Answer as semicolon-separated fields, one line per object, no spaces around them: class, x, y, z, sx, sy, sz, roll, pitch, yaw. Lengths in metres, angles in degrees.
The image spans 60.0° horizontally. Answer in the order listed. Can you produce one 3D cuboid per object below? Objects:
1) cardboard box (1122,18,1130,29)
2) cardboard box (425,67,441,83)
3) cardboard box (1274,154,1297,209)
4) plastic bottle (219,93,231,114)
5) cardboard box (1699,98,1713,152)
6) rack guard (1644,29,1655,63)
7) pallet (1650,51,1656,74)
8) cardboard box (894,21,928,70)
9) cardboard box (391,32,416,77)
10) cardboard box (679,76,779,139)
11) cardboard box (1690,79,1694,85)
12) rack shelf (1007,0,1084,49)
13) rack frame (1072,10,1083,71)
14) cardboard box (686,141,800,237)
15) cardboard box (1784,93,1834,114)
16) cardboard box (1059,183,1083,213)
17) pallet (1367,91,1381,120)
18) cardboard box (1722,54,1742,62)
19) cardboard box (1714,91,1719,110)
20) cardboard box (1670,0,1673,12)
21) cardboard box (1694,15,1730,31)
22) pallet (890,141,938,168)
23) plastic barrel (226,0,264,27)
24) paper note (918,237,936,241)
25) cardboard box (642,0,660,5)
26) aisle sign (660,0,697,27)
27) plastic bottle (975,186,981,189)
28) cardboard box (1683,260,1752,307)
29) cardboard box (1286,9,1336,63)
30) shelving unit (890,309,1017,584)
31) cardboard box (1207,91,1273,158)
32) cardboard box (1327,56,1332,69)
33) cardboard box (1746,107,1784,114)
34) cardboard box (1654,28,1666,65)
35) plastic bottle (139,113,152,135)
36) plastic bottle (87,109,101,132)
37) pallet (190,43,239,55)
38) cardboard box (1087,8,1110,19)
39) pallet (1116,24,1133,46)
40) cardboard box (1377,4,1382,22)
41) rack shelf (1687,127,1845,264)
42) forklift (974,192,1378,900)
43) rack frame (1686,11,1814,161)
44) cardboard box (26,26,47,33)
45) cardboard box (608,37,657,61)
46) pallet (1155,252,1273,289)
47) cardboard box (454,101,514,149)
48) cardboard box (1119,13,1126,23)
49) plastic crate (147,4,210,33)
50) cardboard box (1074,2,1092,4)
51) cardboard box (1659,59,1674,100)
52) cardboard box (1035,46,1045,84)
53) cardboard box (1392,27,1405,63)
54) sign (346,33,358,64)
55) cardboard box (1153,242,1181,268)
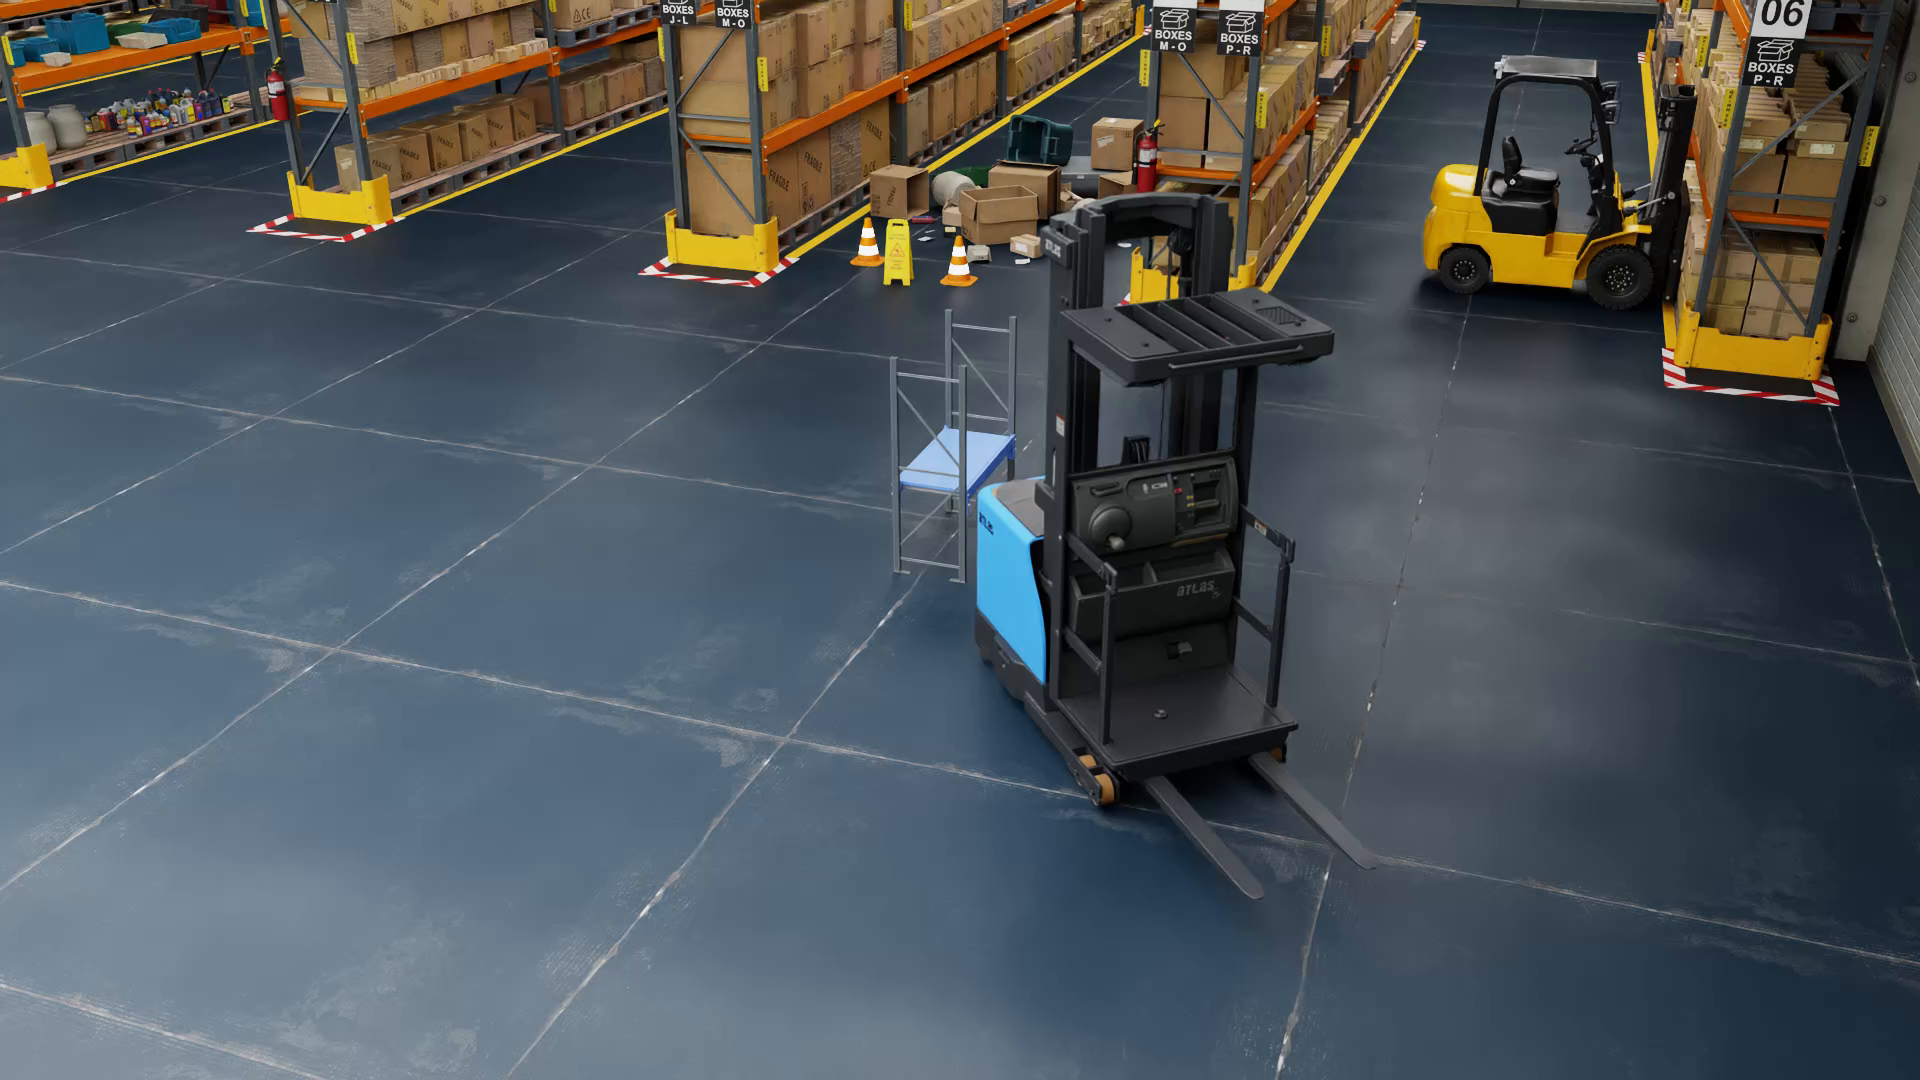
cardboard box;2.878;-9.388;30.210;0.380;0.149;0.250;10;27;19
cardboard box;-6.392;-5.518;19.717;0.380;0.149;0.250;9;27;17
cardboard box;3.275;-3.829;17.752;0.500;0.500;0.500;10;28;20
plastic bottle;-10.310;-6.126;23.297;0.061;0.283;0.133;10;28;20
cardboard box;7.518;-3.998;16.175;0.500;0.500;0.500;8;27;17
rack guard;12.205;-8.298;28.038;1.175;0.500;0.348;9;27;17
pallet;11.941;-7.840;27.424;1.003;0.211;1.213;9;27;17
cardboard box;-0.717;-6.139;20.597;0.500;0.500;0.500;9;27;18
cardboard box;-6.859;-5.658;19.261;0.875;0.500;0.500;9;27;17
cardboard box;-2.397;-4.500;17.154;0.875;0.550;0.550;9;27;17
cardboard box;8.320;-4.908;18.340;0.500;0.250;0.500;9;27;17
rack shelf;0.850;-8.059;25.502;1.077;0.370;4.000;9;27;17
rack frame;1.516;-9.205;27.043;1.000;3.000;0.127;9;27;17
cardboard box;-2.314;-3.794;17.825;0.875;0.875;0.875;9;27;18
cardboard box;7.573;-3.881;14.848;0.380;0.149;0.250;10;27;19
cardboard box;1.260;-3.987;19.403;0.258;0.266;0.396;-9;27;-18
pallet;5.627;-6.442;24.537;1.003;0.211;1.213;9;27;17
cardboard box;7.866;-4.782;16.708;0.380;0.149;0.250;9;27;18
cardboard box;7.350;-4.134;15.711;0.380;0.149;0.250;8;27;16
cardboard box;10.355;-7.665;23.266;0.700;0.500;0.500;9;27;18
cardboard box;9.036;-6.196;19.969;0.380;0.149;0.250;10;27;19
pallet;-0.961;-4.990;21.538;1.003;0.211;1.213;9;27;17
plastic barrel;-10.046;-7.737;23.436;0.600;0.901;0.708;9;27;17
paper note;-0.368;-3.317;18.292;0.144;0.017;0.142;20;32;35
cardboard box;-4.692;-8.084;24.132;0.700;0.500;0.500;13;29;25
aisle sign;-2.784;-5.458;16.321;0.394;0.787;0.004;9;27;17
plastic bottle;0.185;-4.262;20.207;0.133;0.061;0.283;-5;26;-9
cardboard box;6.773;-2.301;14.883;0.500;0.250;0.500;8;27;17
cardboard box;3.982;-5.760;18.990;0.500;0.500;0.500;9;27;19
shelving unit;-0.028;-0.640;11.074;0.538;1.500;1.048;9;27;17
cardboard box;2.643;-3.930;15.693;0.500;0.500;0.500;8;27;17
cardboard box;4.129;-5.600;19.403;0.380;0.149;0.250;9;27;18
cardboard box;6.879;-3.633;14.335;0.380;0.149;0.250;9;27;18
cardboard box;11.617;-7.935;26.806;0.700;0.500;0.500;10;28;20
plastic bottle;-10.802;-5.518;22.041;0.061;0.283;0.133;9;27;18
plastic bottle;-11.572;-5.597;22.203;0.061;0.283;0.133;9;27;19
pallet;-13.515;-8.806;29.419;1.003;0.211;1.213;9;27;17
cardboard box;2.431;-9.240;29.223;0.380;0.149;0.250;8;27;16
pallet;2.518;-9.234;30.302;1.003;0.211;1.213;9;27;17
cardboard box;5.782;-7.613;23.928;0.500;0.250;0.500;9;27;17
rack shelf;7.572;-3.377;15.832;1.077;0.370;4.000;9;27;17
forklift;1.097;-0.147;8.413;1.130;2.935;3.031;-10;27;-19
rack frame;8.237;-4.523;17.372;1.000;3.000;0.127;9;27;17
cardboard box;-14.760;-8.153;26.901;0.500;0.311;0.500;8;27;17
cardboard box;-4.820;-7.233;24.474;0.500;0.250;0.500;12;28;23
pallet;2.553;-2.702;16.812;1.003;0.211;1.213;9;27;17
cardboard box;-6.144;-5.347;21.461;0.500;0.500;0.500;19;32;34
cardboard box;2.769;-9.416;29.928;0.380;0.149;0.250;8;27;15
plastic crate;-10.755;-7.172;22.915;0.767;0.338;0.504;9;27;17
cardboard box;2.169;-9.641;30.050;0.380;0.149;0.250;9;27;17
cardboard box;10.526;-6.708;24.273;0.500;0.500;0.500;10;28;20
cardboard box;0.991;-7.297;25.490;0.500;0.500;0.500;8;27;16
cardboard box;6.825;-8.175;27.374;0.875;0.438;0.875;8;27;16
sign;-6.609;-5.345;18.078;0.100;0.325;0.005;9;27;17
cardboard box;2.247;-2.930;16.756;0.500;0.250;0.500;9;27;17
